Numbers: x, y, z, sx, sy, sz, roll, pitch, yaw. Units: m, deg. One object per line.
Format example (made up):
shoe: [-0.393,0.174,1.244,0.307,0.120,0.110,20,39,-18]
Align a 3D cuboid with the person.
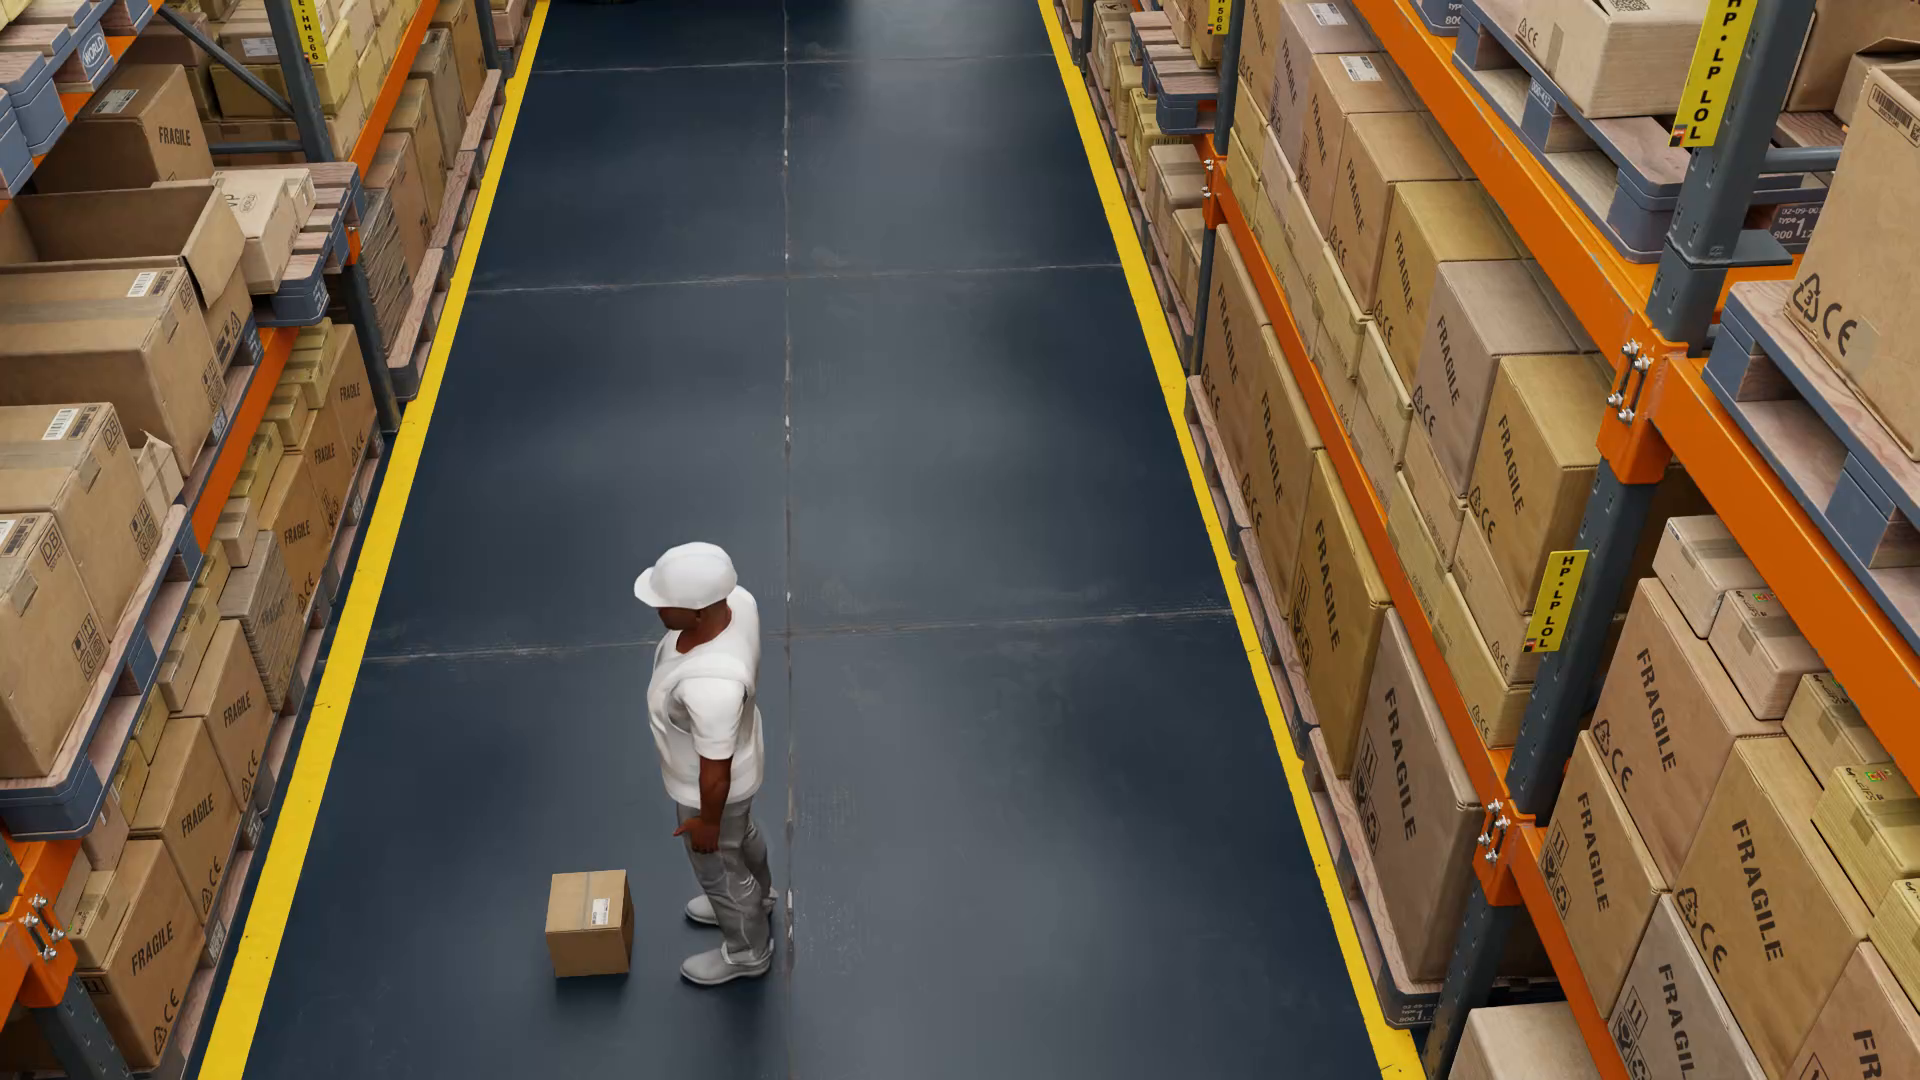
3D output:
person: [-0.781,0.710,5.253,0.367,1.766,0.559,-2,39,-3]
